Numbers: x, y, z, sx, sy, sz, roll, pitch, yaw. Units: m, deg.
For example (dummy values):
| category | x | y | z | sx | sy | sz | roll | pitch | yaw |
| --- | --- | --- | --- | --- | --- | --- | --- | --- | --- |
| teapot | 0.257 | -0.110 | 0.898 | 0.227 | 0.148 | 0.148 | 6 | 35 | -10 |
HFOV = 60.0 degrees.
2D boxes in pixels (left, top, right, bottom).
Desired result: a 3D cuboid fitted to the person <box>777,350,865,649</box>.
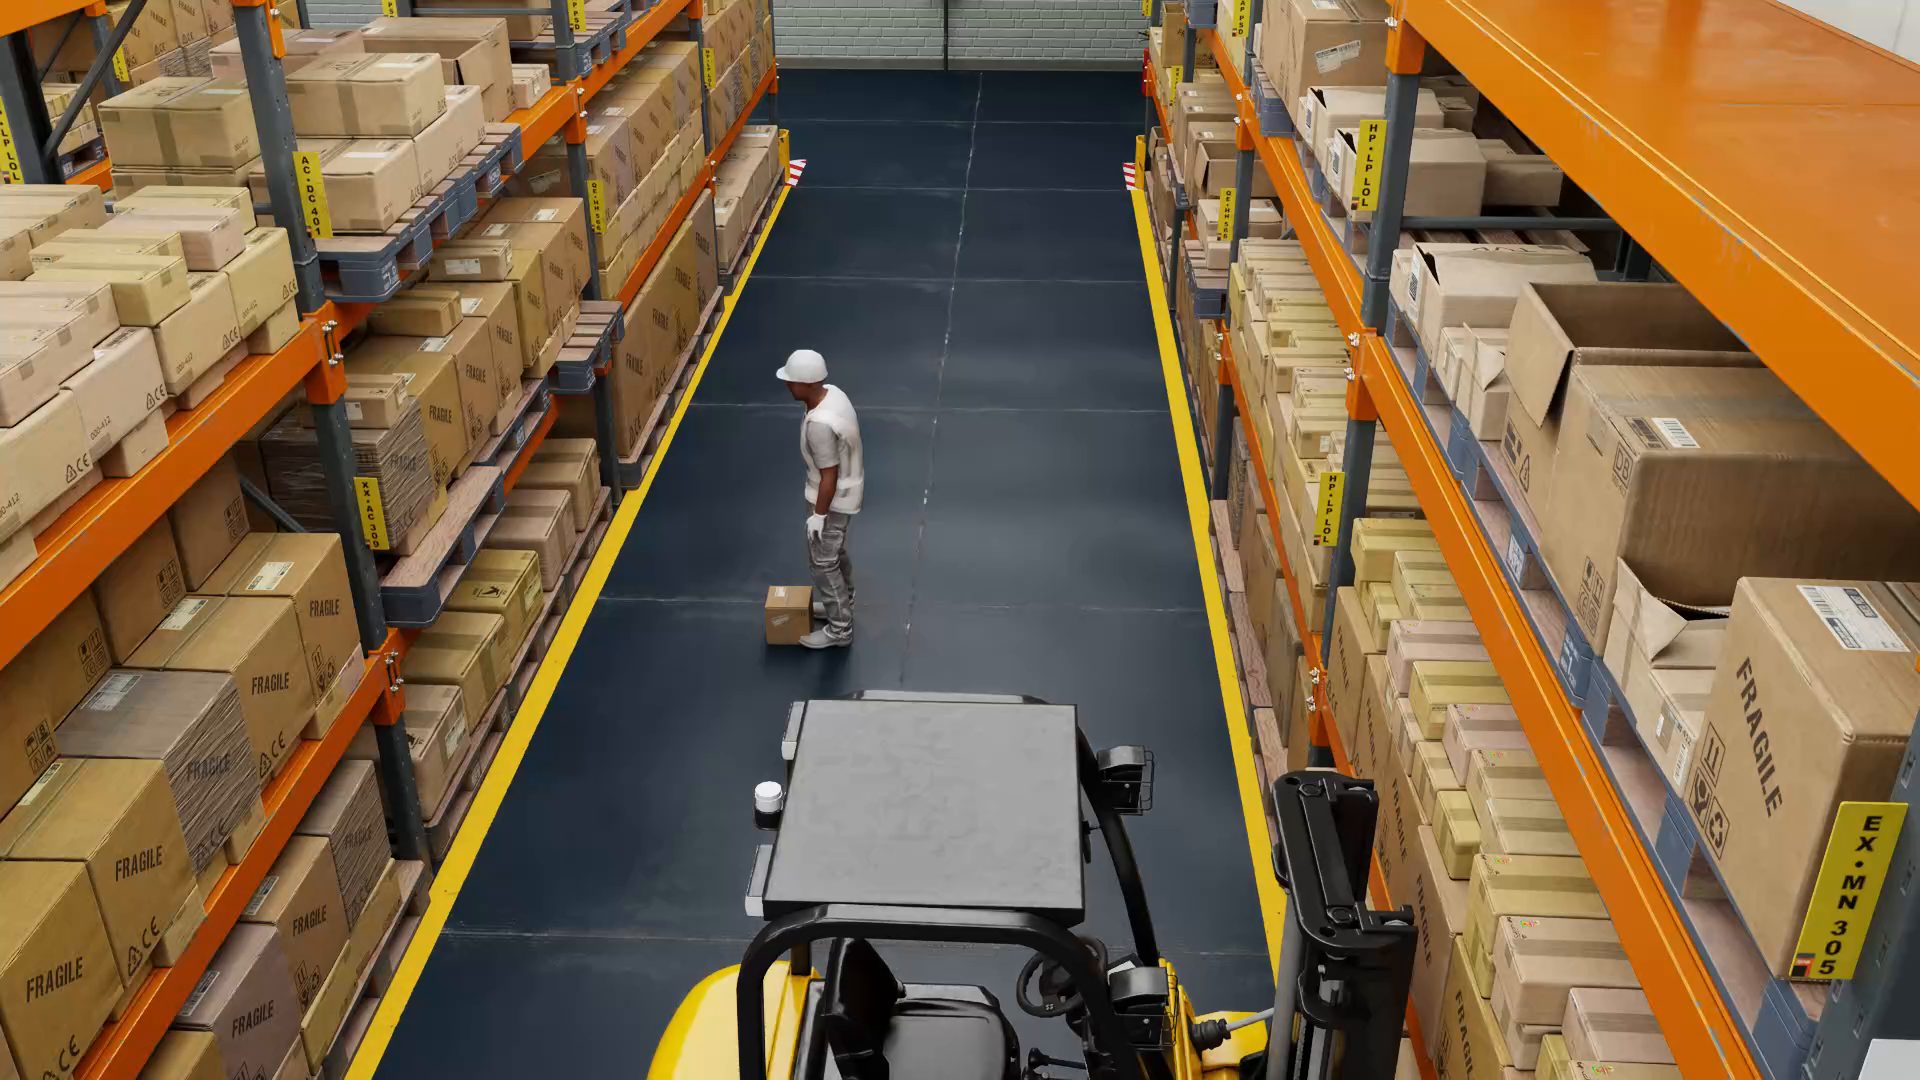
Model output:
| category | x | y | z | sx | sy | sz | roll | pitch | yaw |
| --- | --- | --- | --- | --- | --- | --- | --- | --- | --- |
| person | -0.759 | -0.237 | 9.297 | 0.452 | 1.774 | 0.629 | 0 | 28 | 1 |
